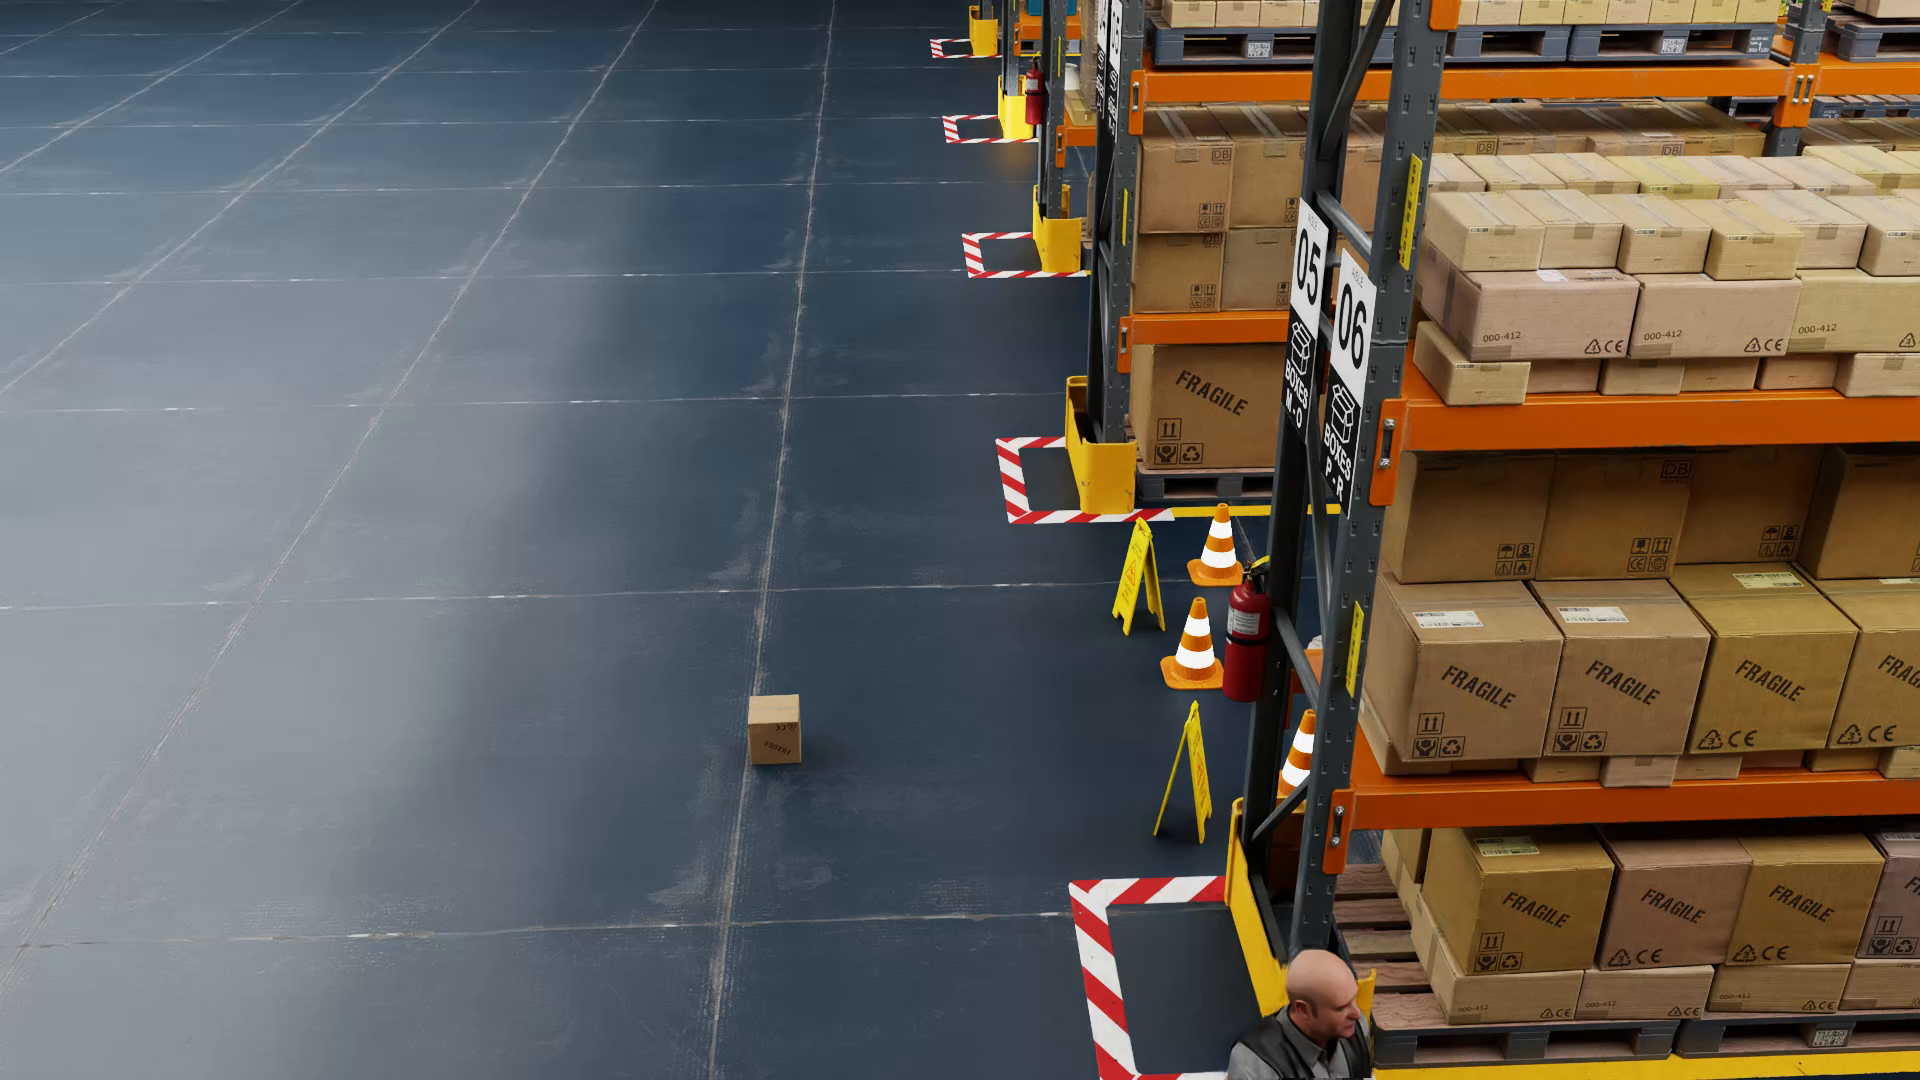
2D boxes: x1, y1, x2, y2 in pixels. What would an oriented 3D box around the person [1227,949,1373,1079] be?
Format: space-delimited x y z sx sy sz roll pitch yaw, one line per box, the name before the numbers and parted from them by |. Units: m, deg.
person | 0.983 1.922 4.939 0.570 1.770 0.551 -22 34 -36
